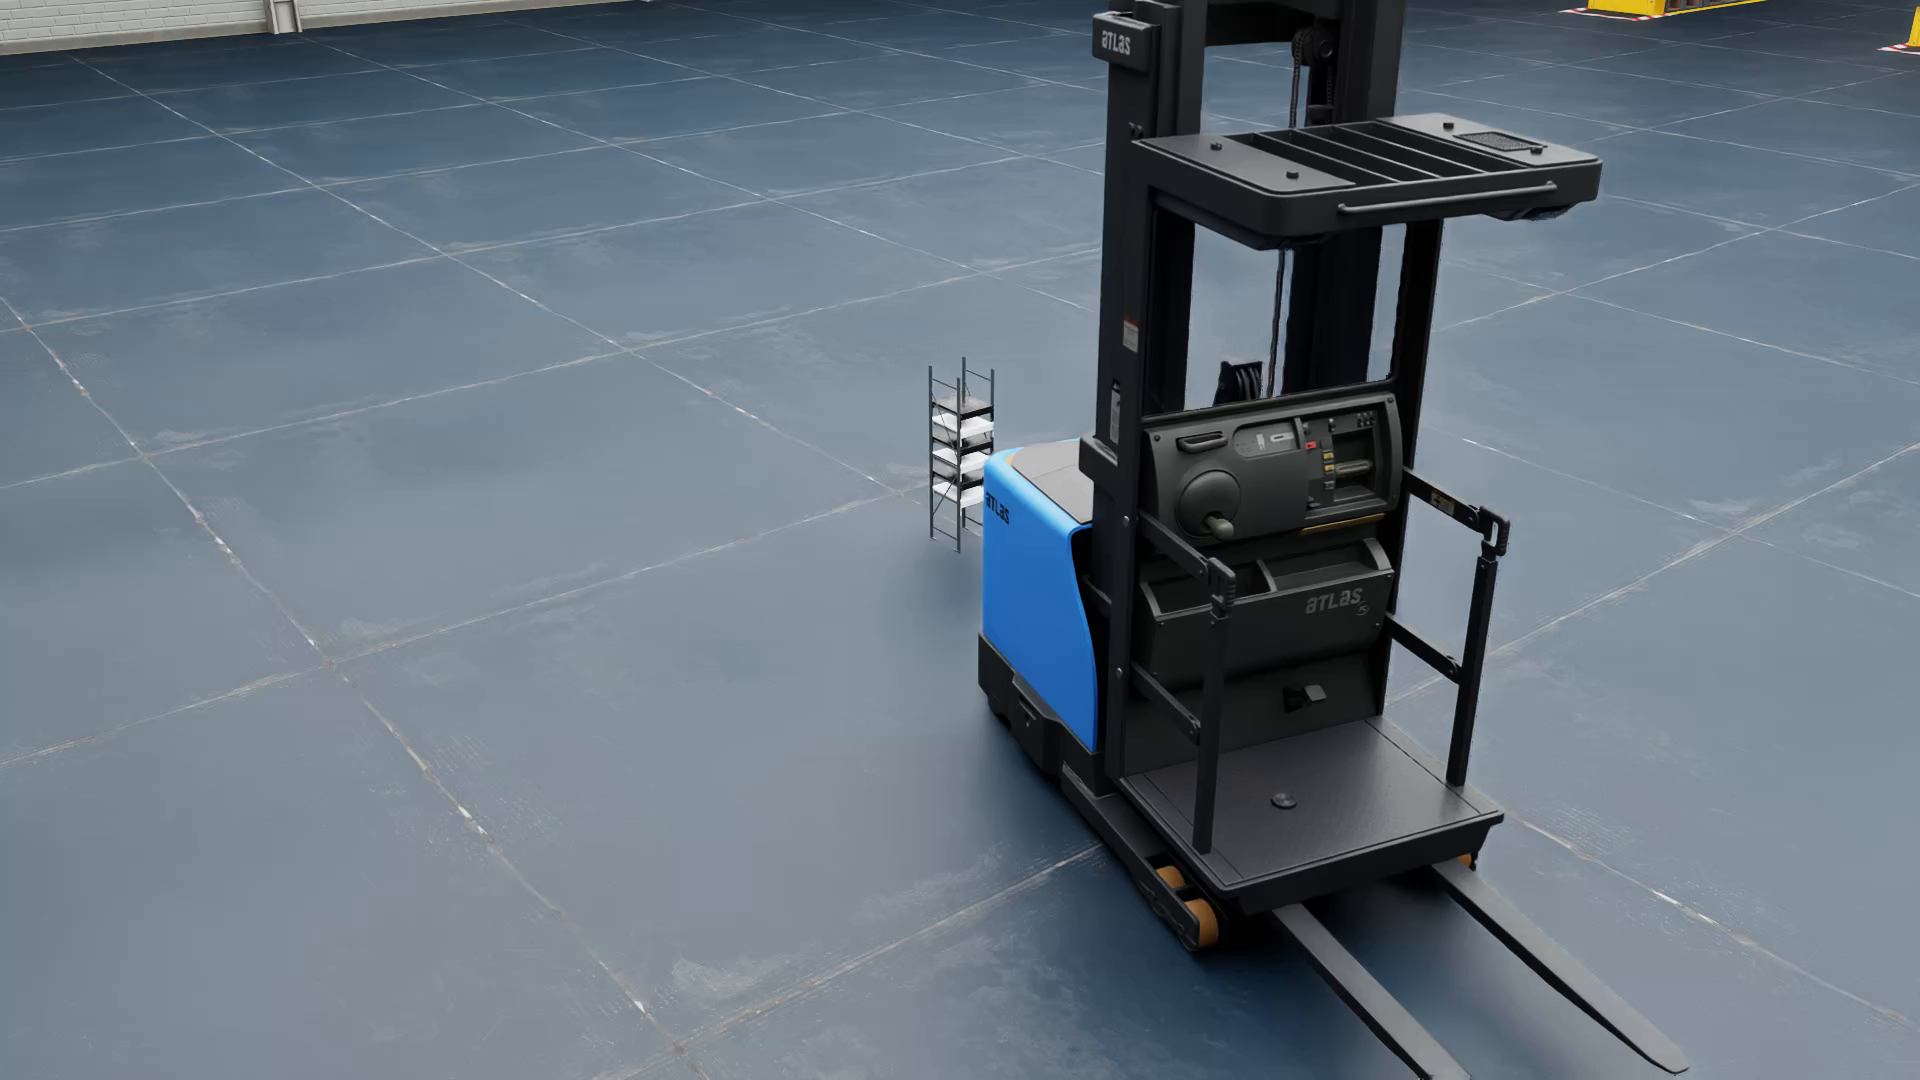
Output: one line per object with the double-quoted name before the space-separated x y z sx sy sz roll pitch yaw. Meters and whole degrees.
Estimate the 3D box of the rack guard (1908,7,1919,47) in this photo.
"rack guard" 13.573 -6.915 22.556 0.348 0.500 1.175 -18 31 -34

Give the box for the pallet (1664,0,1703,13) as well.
"pallet" 11.131 -8.650 26.636 1.213 0.211 1.003 -18 31 -34

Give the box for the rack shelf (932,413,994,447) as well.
"rack shelf" 0.006 -0.543 8.003 0.200 0.077 0.258 -18 31 -34

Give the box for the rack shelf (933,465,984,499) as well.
"rack shelf" 0.006 -0.298 8.117 0.200 0.077 0.258 -18 31 -34

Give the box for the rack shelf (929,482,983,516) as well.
"rack shelf" 0.006 -0.217 8.155 0.200 0.077 0.258 -18 31 -34

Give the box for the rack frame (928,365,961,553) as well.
"rack frame" -0.074 -0.384 8.008 0.006 0.900 0.240 -18 31 -34

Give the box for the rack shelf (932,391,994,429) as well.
"rack shelf" 0.006 -0.625 7.965 0.200 0.077 0.258 -18 31 -34

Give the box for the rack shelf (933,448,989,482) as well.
"rack shelf" 0.006 -0.380 8.079 0.200 0.077 0.258 -18 31 -34

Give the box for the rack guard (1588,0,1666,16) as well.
"rack guard" 10.488 -8.571 26.125 0.348 0.500 1.175 -18 31 -34

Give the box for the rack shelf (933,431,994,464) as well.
"rack shelf" 0.006 -0.462 8.041 0.200 0.077 0.258 -18 31 -34

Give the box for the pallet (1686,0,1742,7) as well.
"pallet" 12.090 -8.965 27.315 1.213 0.211 1.003 -18 31 -34

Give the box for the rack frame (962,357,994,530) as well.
"rack frame" 0.086 -0.437 8.122 0.006 0.900 0.240 -18 31 -34

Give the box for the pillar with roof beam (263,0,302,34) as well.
"pillar with roof beam" -7.147 -10.039 19.192 0.400 9.000 9.100 -18 31 -34

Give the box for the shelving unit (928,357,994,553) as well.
"shelving unit" 0.006 -0.410 8.065 0.210 0.900 0.258 -18 31 -34

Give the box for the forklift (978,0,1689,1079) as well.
"forklift" 1.116 -0.204 5.208 1.130 2.935 3.031 -10 27 -21
